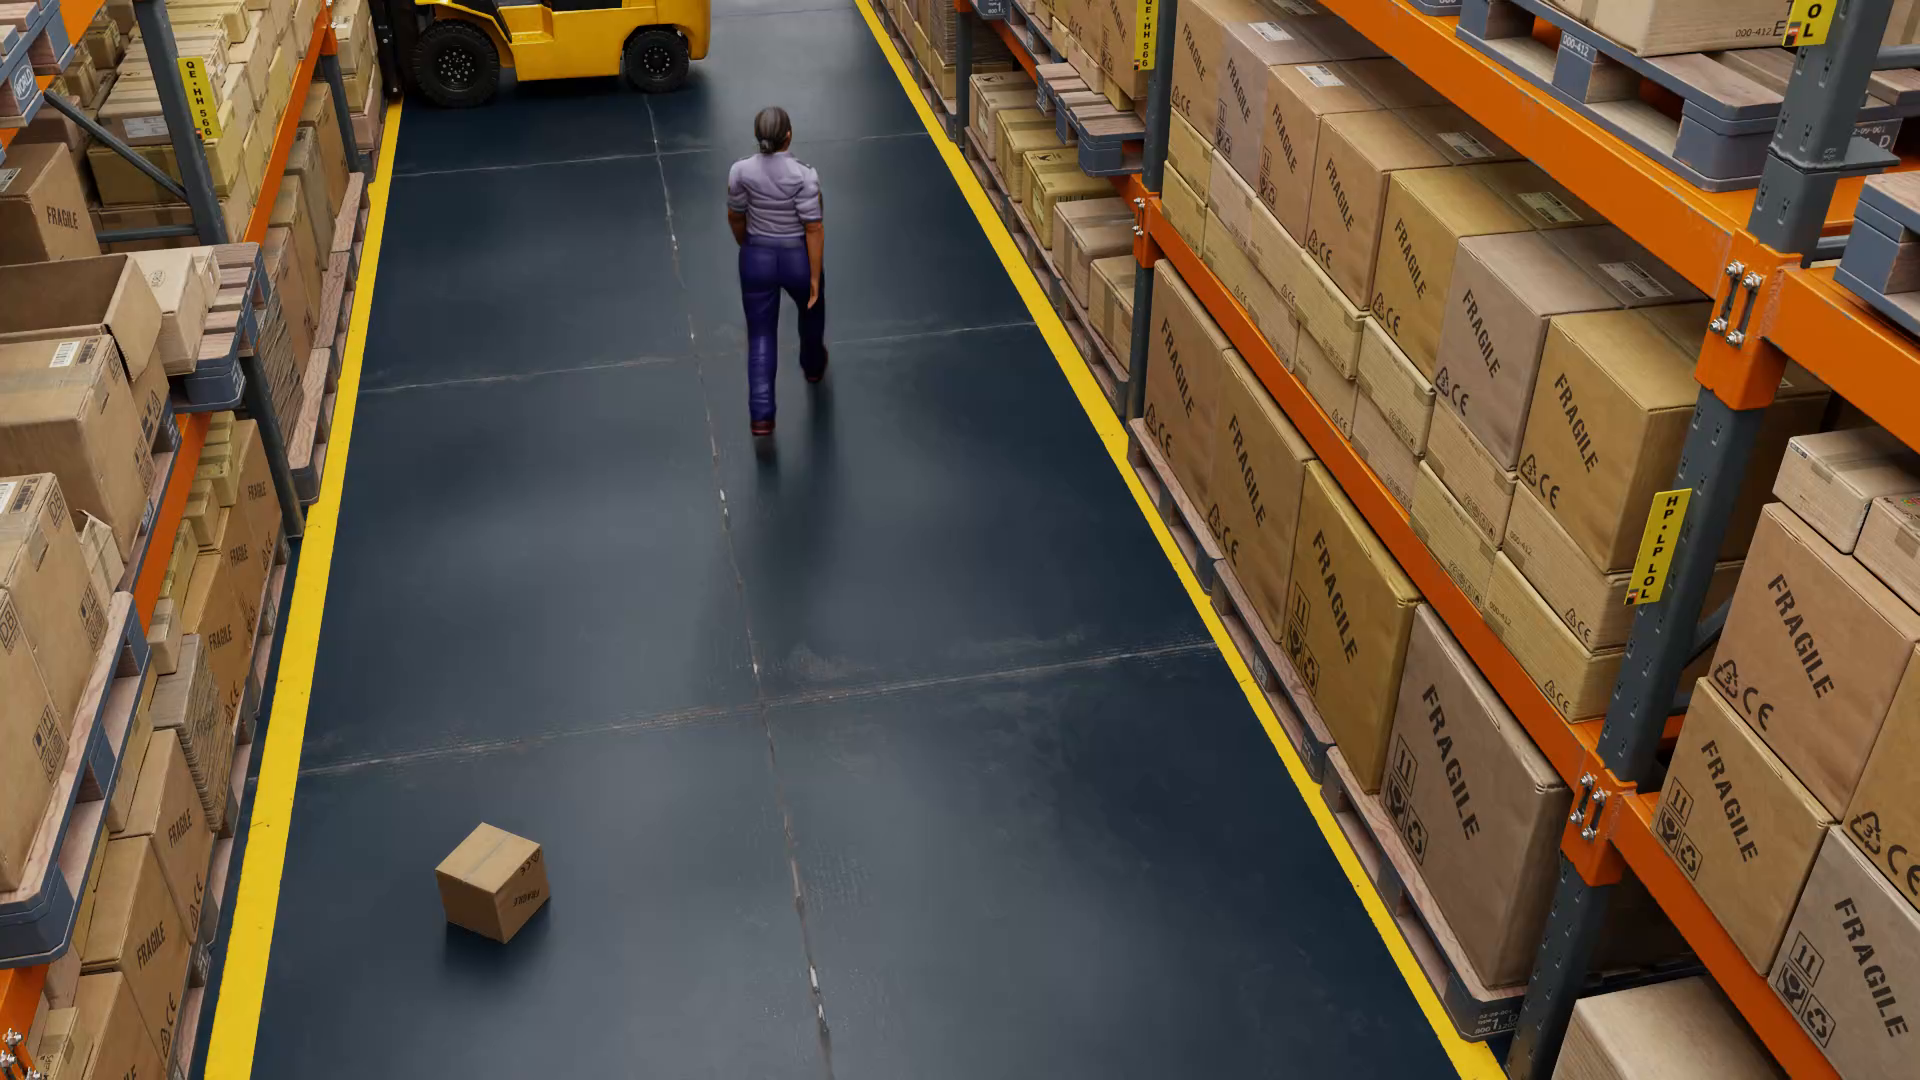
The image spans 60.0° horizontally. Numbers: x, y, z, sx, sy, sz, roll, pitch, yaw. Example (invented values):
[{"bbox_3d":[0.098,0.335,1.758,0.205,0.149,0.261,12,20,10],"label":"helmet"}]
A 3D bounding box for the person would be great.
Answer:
[{"bbox_3d":[-0.880,-1.363,8.134,0.472,1.593,1.036,0,35,0],"label":"person"}]
